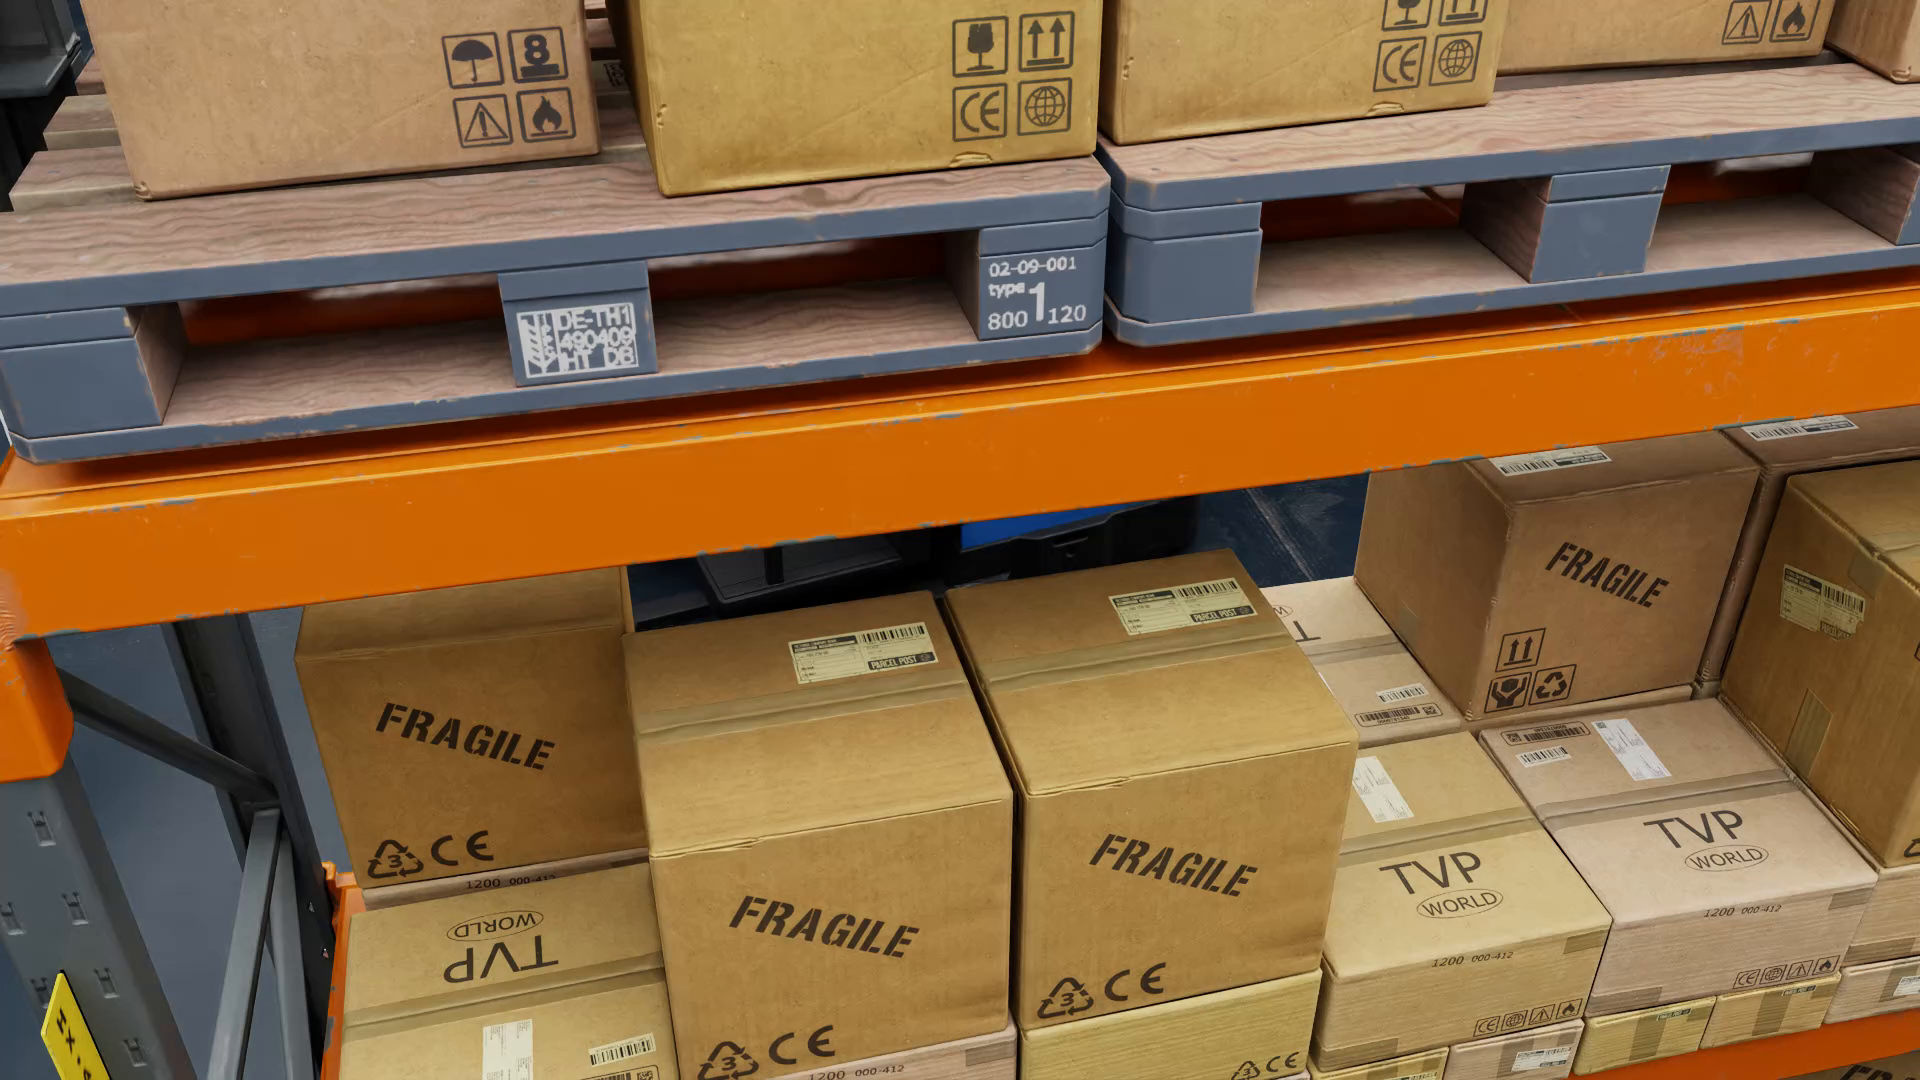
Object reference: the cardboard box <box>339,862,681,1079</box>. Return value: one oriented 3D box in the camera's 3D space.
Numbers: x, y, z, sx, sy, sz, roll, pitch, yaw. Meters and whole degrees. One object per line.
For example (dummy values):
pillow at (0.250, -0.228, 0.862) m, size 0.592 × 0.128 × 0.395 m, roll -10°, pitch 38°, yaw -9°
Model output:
cardboard box at (-0.716, 0.825, 2.696) m, size 0.500 × 0.250 × 0.500 m, roll -8°, pitch 35°, yaw -12°

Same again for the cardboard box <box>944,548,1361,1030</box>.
cardboard box at (0.276, 0.385, 2.679) m, size 0.500 × 0.500 × 0.500 m, roll -8°, pitch 35°, yaw -12°

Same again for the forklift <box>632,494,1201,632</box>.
forklift at (-0.613, -1.082, 5.732) m, size 3.031 × 2.935 × 1.130 m, roll -14°, pitch 36°, yaw -20°

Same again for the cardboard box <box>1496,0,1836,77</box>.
cardboard box at (0.841, -1.016, 2.325) m, size 0.500 × 0.500 × 0.700 m, roll -6°, pitch 34°, yaw -8°

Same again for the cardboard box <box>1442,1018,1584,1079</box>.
cardboard box at (0.931, 0.816, 3.068) m, size 0.250 × 0.149 × 0.380 m, roll -7°, pitch 34°, yaw -10°

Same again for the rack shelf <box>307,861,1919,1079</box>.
rack shelf at (0.707, 0.851, 3.435) m, size 4.000 × 0.370 × 1.077 m, roll -7°, pitch 35°, yaw -11°

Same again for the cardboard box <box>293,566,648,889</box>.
cardboard box at (-0.827, 0.223, 2.920) m, size 0.500 × 0.500 × 0.500 m, roll -7°, pitch 34°, yaw -10°

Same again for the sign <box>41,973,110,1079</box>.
sign at (-1.127, 0.709, 2.154) m, size 0.005 × 0.325 × 0.100 m, roll -7°, pitch 35°, yaw -11°

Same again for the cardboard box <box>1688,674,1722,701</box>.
cardboard box at (1.655, 0.219, 3.599) m, size 0.500 × 0.250 × 0.500 m, roll -7°, pitch 35°, yaw -11°

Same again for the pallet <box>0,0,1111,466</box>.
pallet at (-0.522, -0.507, 2.201) m, size 1.213 × 0.211 × 1.003 m, roll -7°, pitch 35°, yaw -11°

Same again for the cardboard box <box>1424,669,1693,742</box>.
cardboard box at (1.151, 0.286, 3.499) m, size 0.500 × 0.250 × 0.500 m, roll -6°, pitch 34°, yaw -9°

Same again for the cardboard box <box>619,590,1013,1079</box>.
cardboard box at (-0.228, 0.452, 2.579) m, size 0.500 × 0.500 × 0.500 m, roll -8°, pitch 35°, yaw -12°

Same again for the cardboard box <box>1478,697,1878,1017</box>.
cardboard box at (1.283, 0.570, 3.076) m, size 0.500 × 0.250 × 0.500 m, roll -7°, pitch 34°, yaw -10°

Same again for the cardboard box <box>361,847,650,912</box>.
cardboard box at (-0.830, 0.534, 3.131) m, size 0.500 × 0.250 × 0.500 m, roll -8°, pitch 35°, yaw -11°

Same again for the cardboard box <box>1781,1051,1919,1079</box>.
cardboard box at (1.996, 1.052, 4.020) m, size 0.875 × 0.875 × 0.875 m, roll -7°, pitch 35°, yaw -11°

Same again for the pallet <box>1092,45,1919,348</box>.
pallet at (0.670, -0.659, 2.428) m, size 1.213 × 0.211 × 1.003 m, roll -7°, pitch 35°, yaw -11°

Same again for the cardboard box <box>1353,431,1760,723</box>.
cardboard box at (1.146, -0.023, 3.287) m, size 0.500 × 0.500 × 0.500 m, roll -8°, pitch 35°, yaw -12°

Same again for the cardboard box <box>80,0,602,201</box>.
cardboard box at (-0.748, -0.797, 1.998) m, size 0.500 × 0.500 × 0.700 m, roll -9°, pitch 35°, yaw -13°

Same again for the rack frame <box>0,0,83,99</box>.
rack frame at (-1.244, -1.692, 1.196) m, size 0.127 × 3.000 × 1.000 m, roll -7°, pitch 35°, yaw -11°

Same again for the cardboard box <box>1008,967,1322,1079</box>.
cardboard box at (0.280, 0.698, 2.886) m, size 0.500 × 0.250 × 0.500 m, roll -8°, pitch 35°, yaw -12°

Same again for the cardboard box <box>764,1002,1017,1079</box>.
cardboard box at (-0.210, 0.758, 2.797) m, size 0.500 × 0.250 × 0.500 m, roll -8°, pitch 35°, yaw -11°

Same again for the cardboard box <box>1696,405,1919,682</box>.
cardboard box at (1.652, -0.089, 3.386) m, size 0.500 × 0.500 × 0.500 m, roll -7°, pitch 35°, yaw -11°

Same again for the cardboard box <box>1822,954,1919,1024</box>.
cardboard box at (1.680, 0.722, 3.208) m, size 0.250 × 0.149 × 0.380 m, roll -7°, pitch 34°, yaw -10°

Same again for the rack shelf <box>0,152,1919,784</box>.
rack shelf at (0.707, -0.394, 2.599) m, size 4.000 × 0.370 × 1.077 m, roll -7°, pitch 35°, yaw -11°

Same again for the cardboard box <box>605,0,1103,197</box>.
cardboard box at (-0.173, -0.801, 2.004) m, size 0.500 × 0.500 × 0.700 m, roll -8°, pitch 35°, yaw -12°

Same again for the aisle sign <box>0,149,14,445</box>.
aisle sign at (-1.380, -0.435, 2.373) m, size 0.004 × 0.787 × 0.394 m, roll -7°, pitch 35°, yaw -11°

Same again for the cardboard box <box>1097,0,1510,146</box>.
cardboard box at (0.321, -0.891, 2.138) m, size 0.500 × 0.500 × 0.700 m, roll -9°, pitch 35°, yaw -14°

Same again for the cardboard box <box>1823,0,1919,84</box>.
cardboard box at (1.382, -1.004, 2.305) m, size 0.500 × 0.500 × 0.700 m, roll -5°, pitch 34°, yaw -8°
